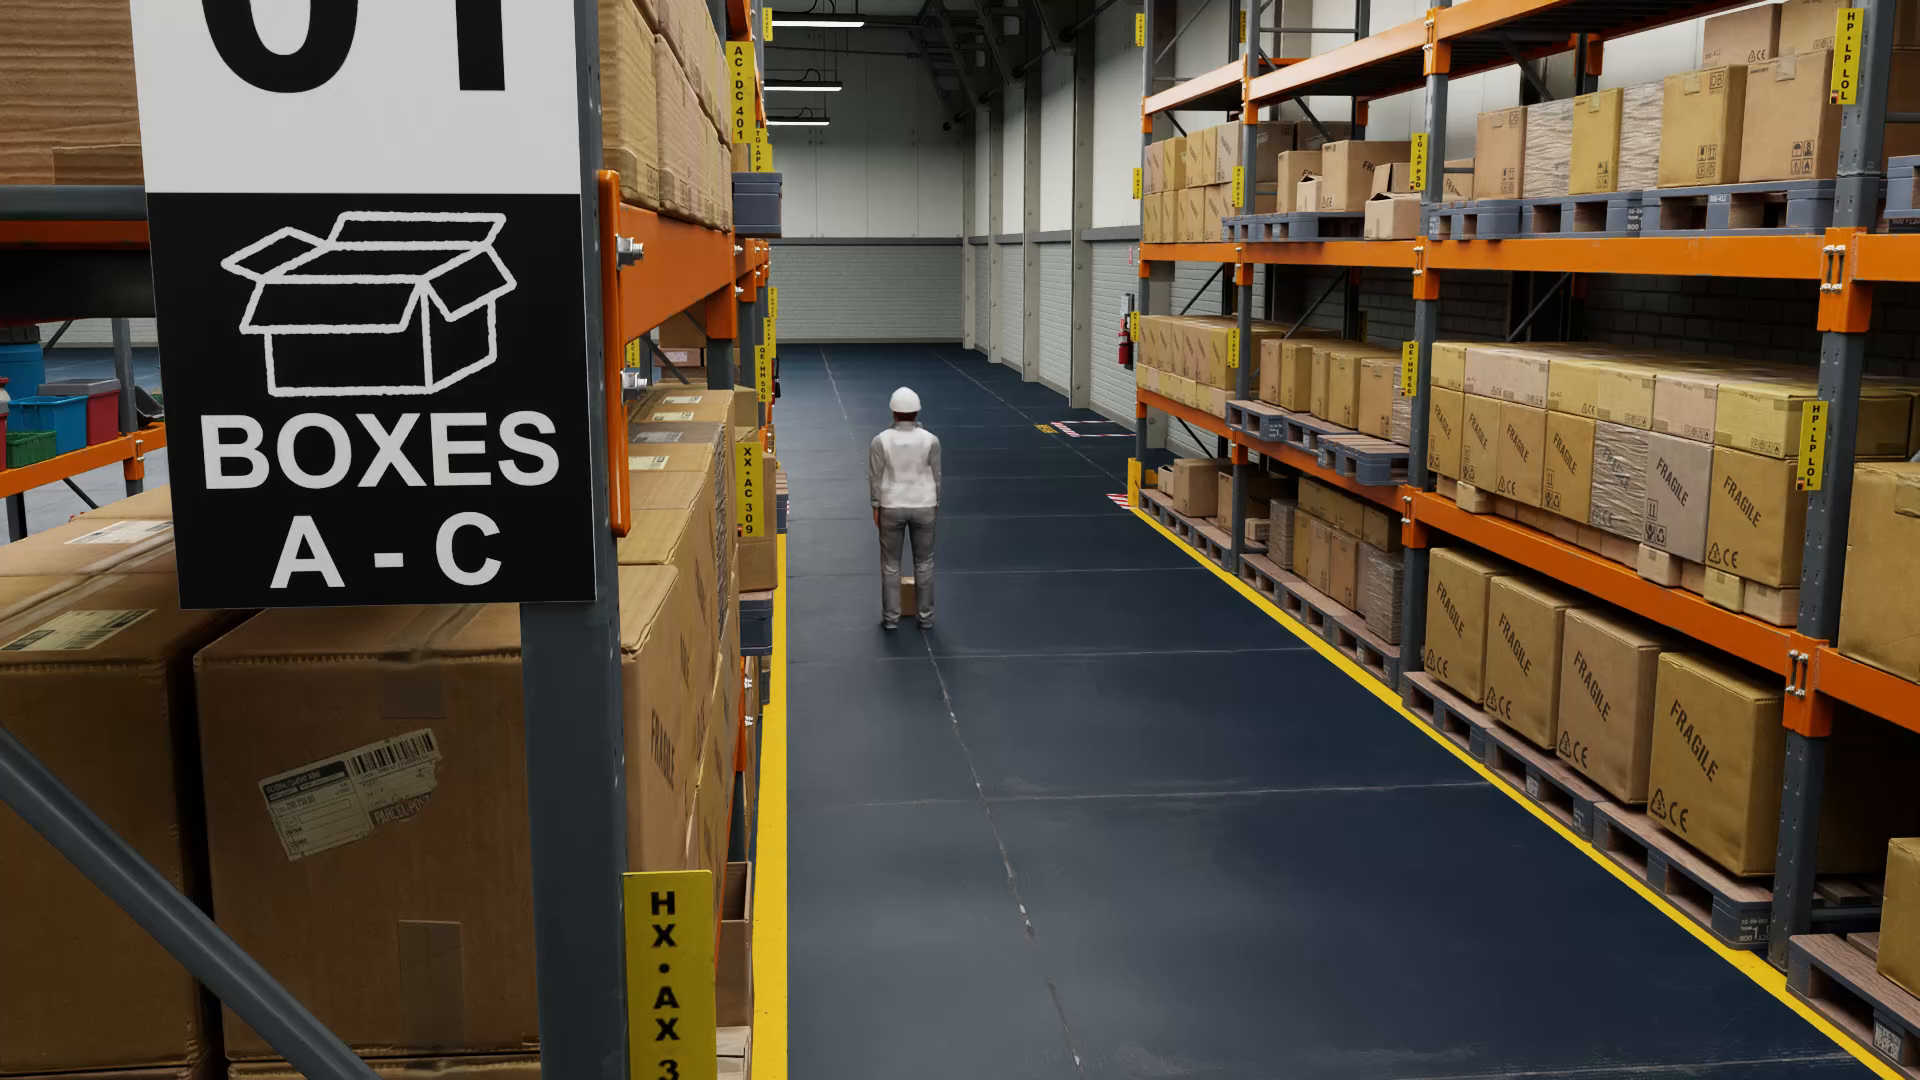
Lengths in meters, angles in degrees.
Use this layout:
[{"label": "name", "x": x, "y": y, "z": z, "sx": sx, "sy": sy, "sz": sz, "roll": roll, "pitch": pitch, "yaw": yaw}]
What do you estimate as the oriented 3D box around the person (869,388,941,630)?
[{"label": "person", "x": -0.394, "y": -0.230, "z": 12.168, "sx": 0.513, "sy": 1.774, "sz": 0.357, "roll": -1, "pitch": 10, "yaw": -5}]
